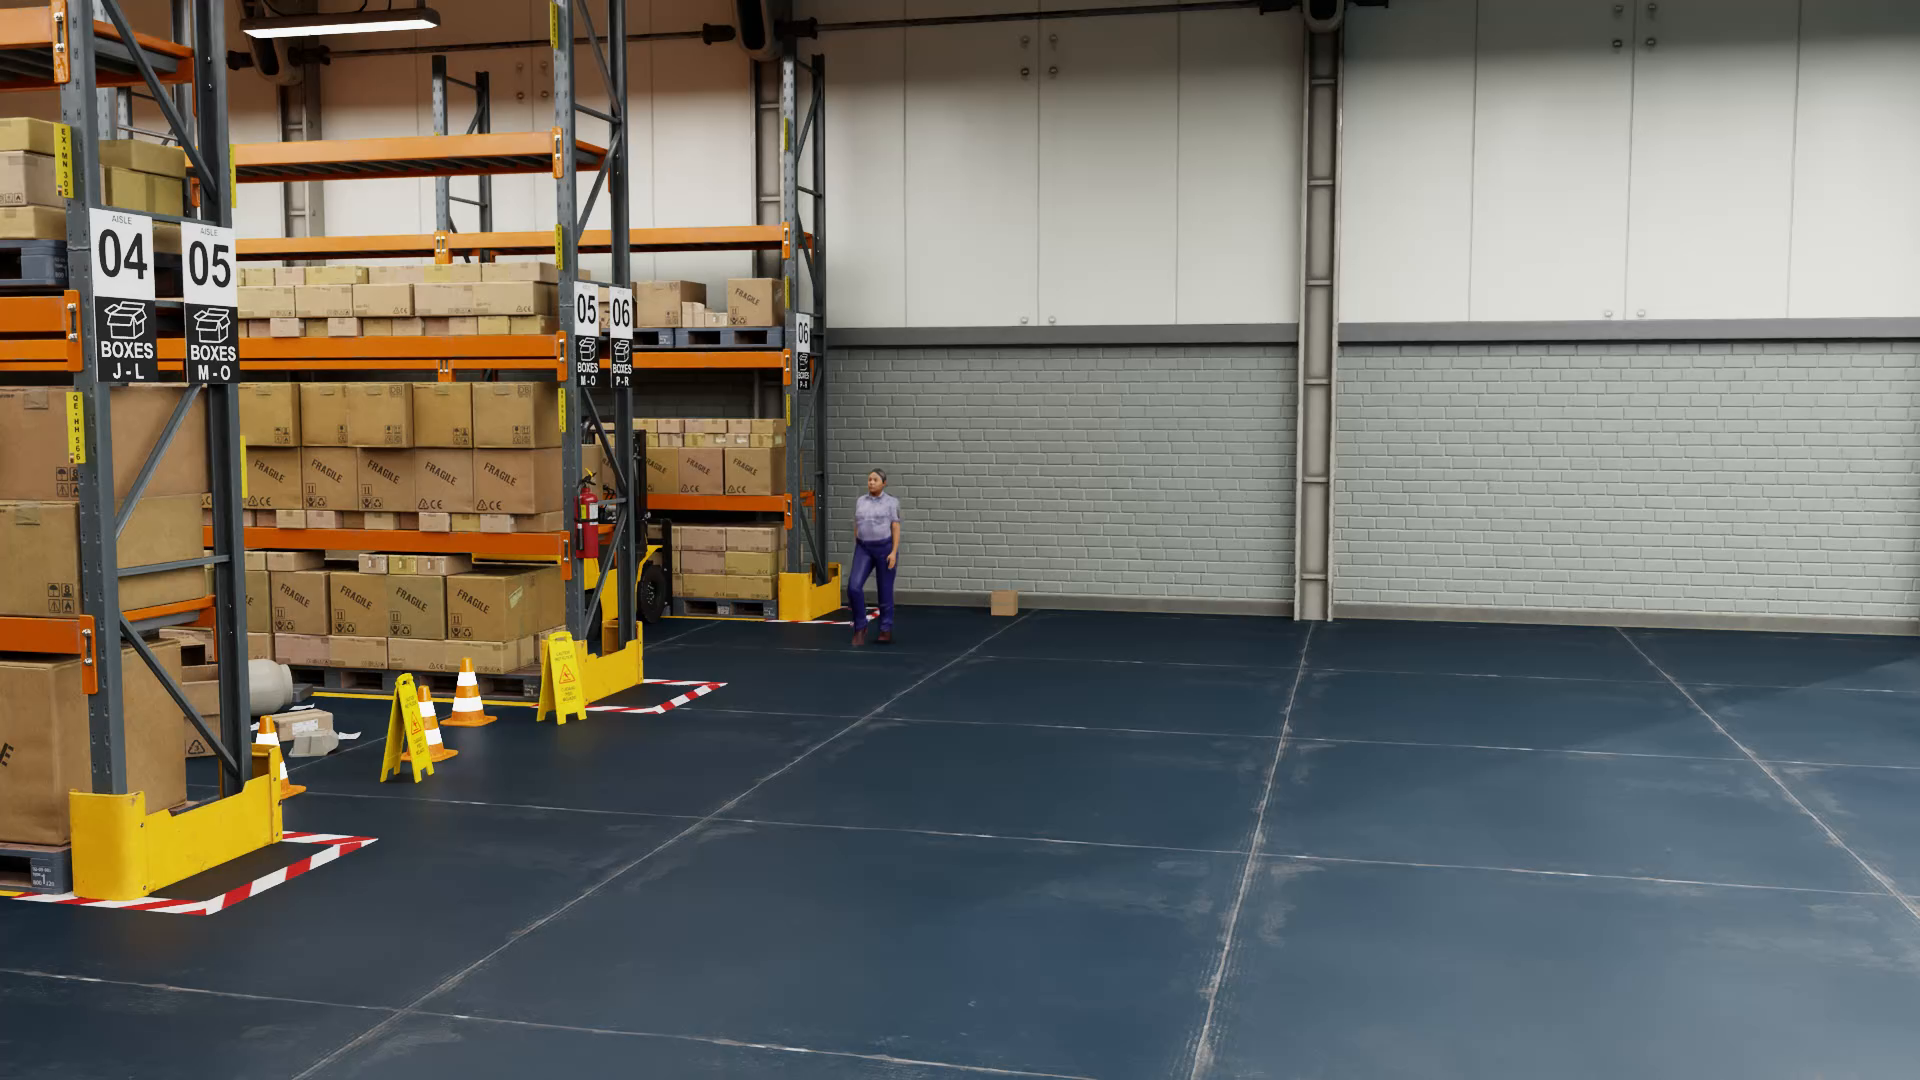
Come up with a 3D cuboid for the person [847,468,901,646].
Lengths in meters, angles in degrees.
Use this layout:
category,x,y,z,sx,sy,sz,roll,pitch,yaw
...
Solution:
category,x,y,z,sx,sy,sz,roll,pitch,yaw
person,-0.798,0.179,15.698,0.480,1.707,0.481,1,5,14
